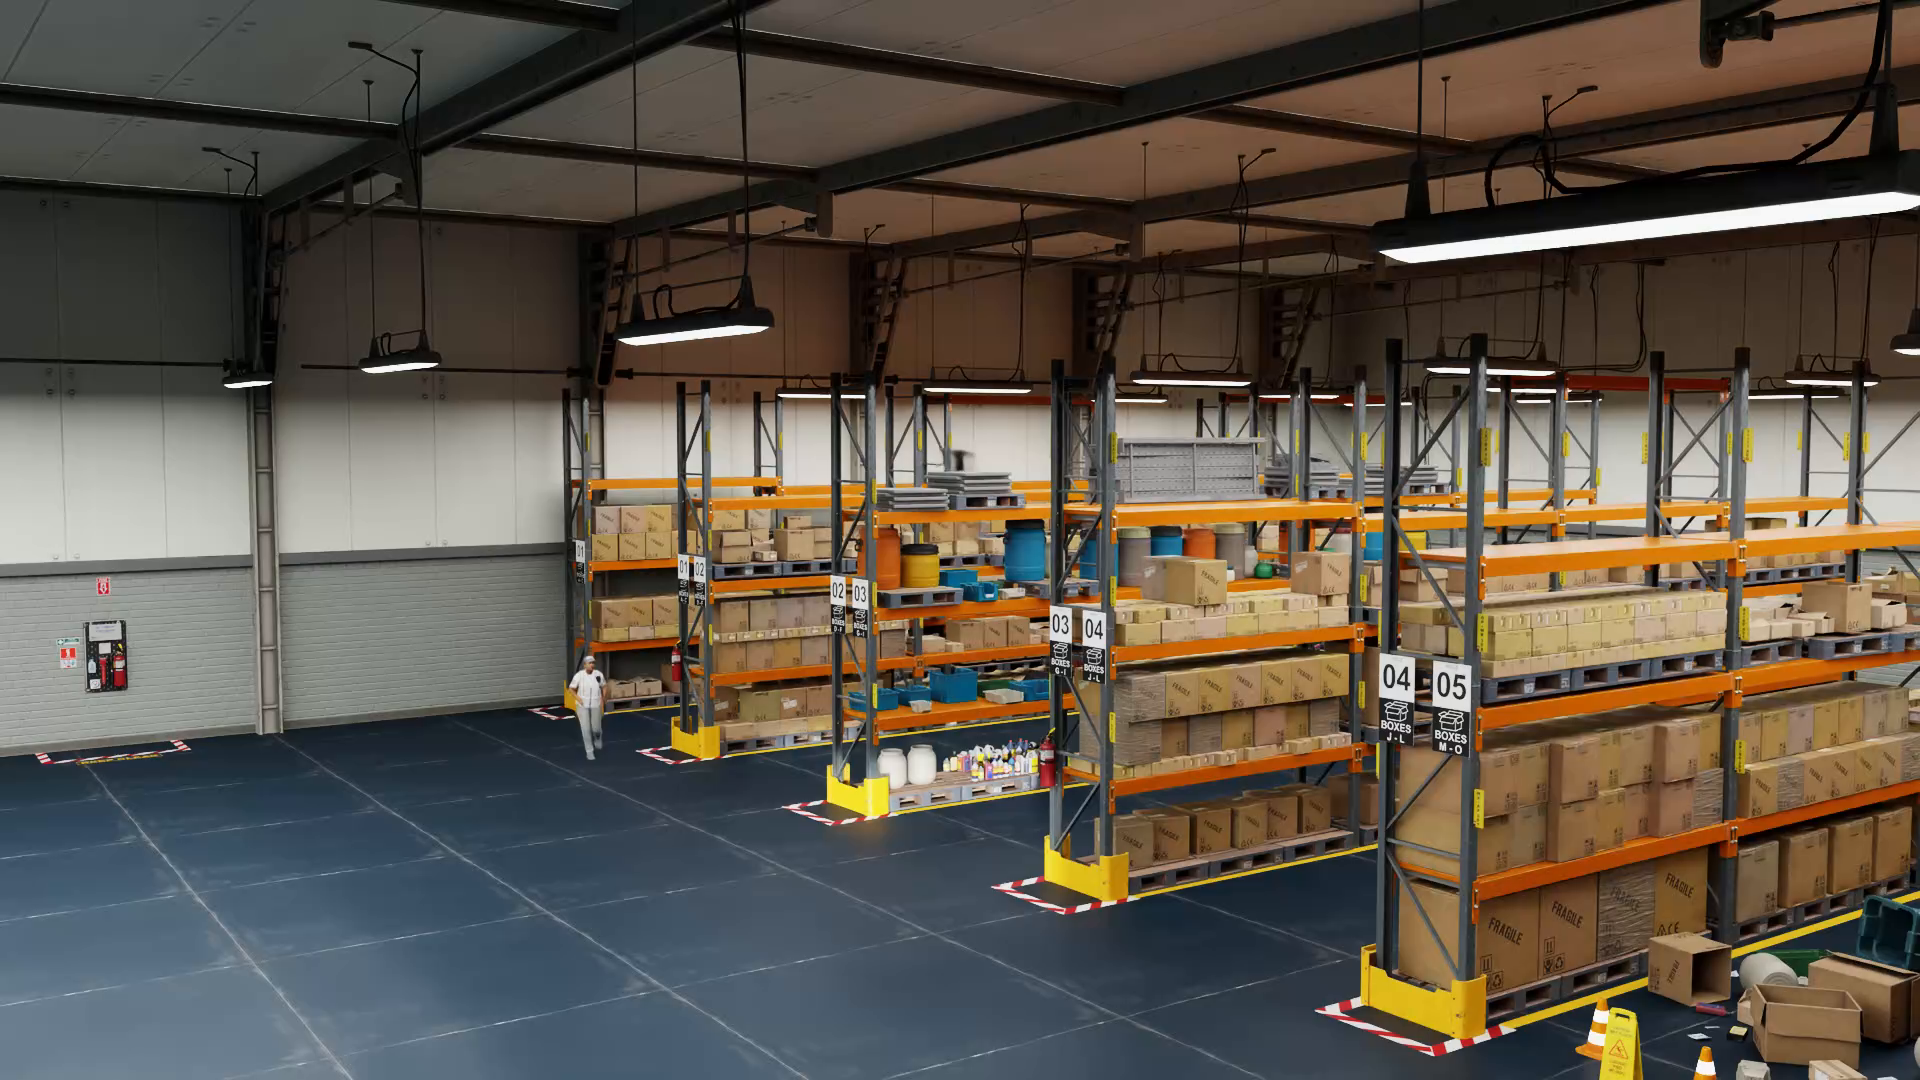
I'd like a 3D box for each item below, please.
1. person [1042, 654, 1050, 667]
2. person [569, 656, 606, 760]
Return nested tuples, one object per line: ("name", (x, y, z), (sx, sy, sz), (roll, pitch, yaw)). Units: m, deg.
("person", (1.910, 2.232, 33.143), (0.712, 1.700, 0.571), (-3, 5, -37))
("person", (-5.936, 2.659, 26.547), (0.596, 1.644, 0.612), (-1, 4, -18))
